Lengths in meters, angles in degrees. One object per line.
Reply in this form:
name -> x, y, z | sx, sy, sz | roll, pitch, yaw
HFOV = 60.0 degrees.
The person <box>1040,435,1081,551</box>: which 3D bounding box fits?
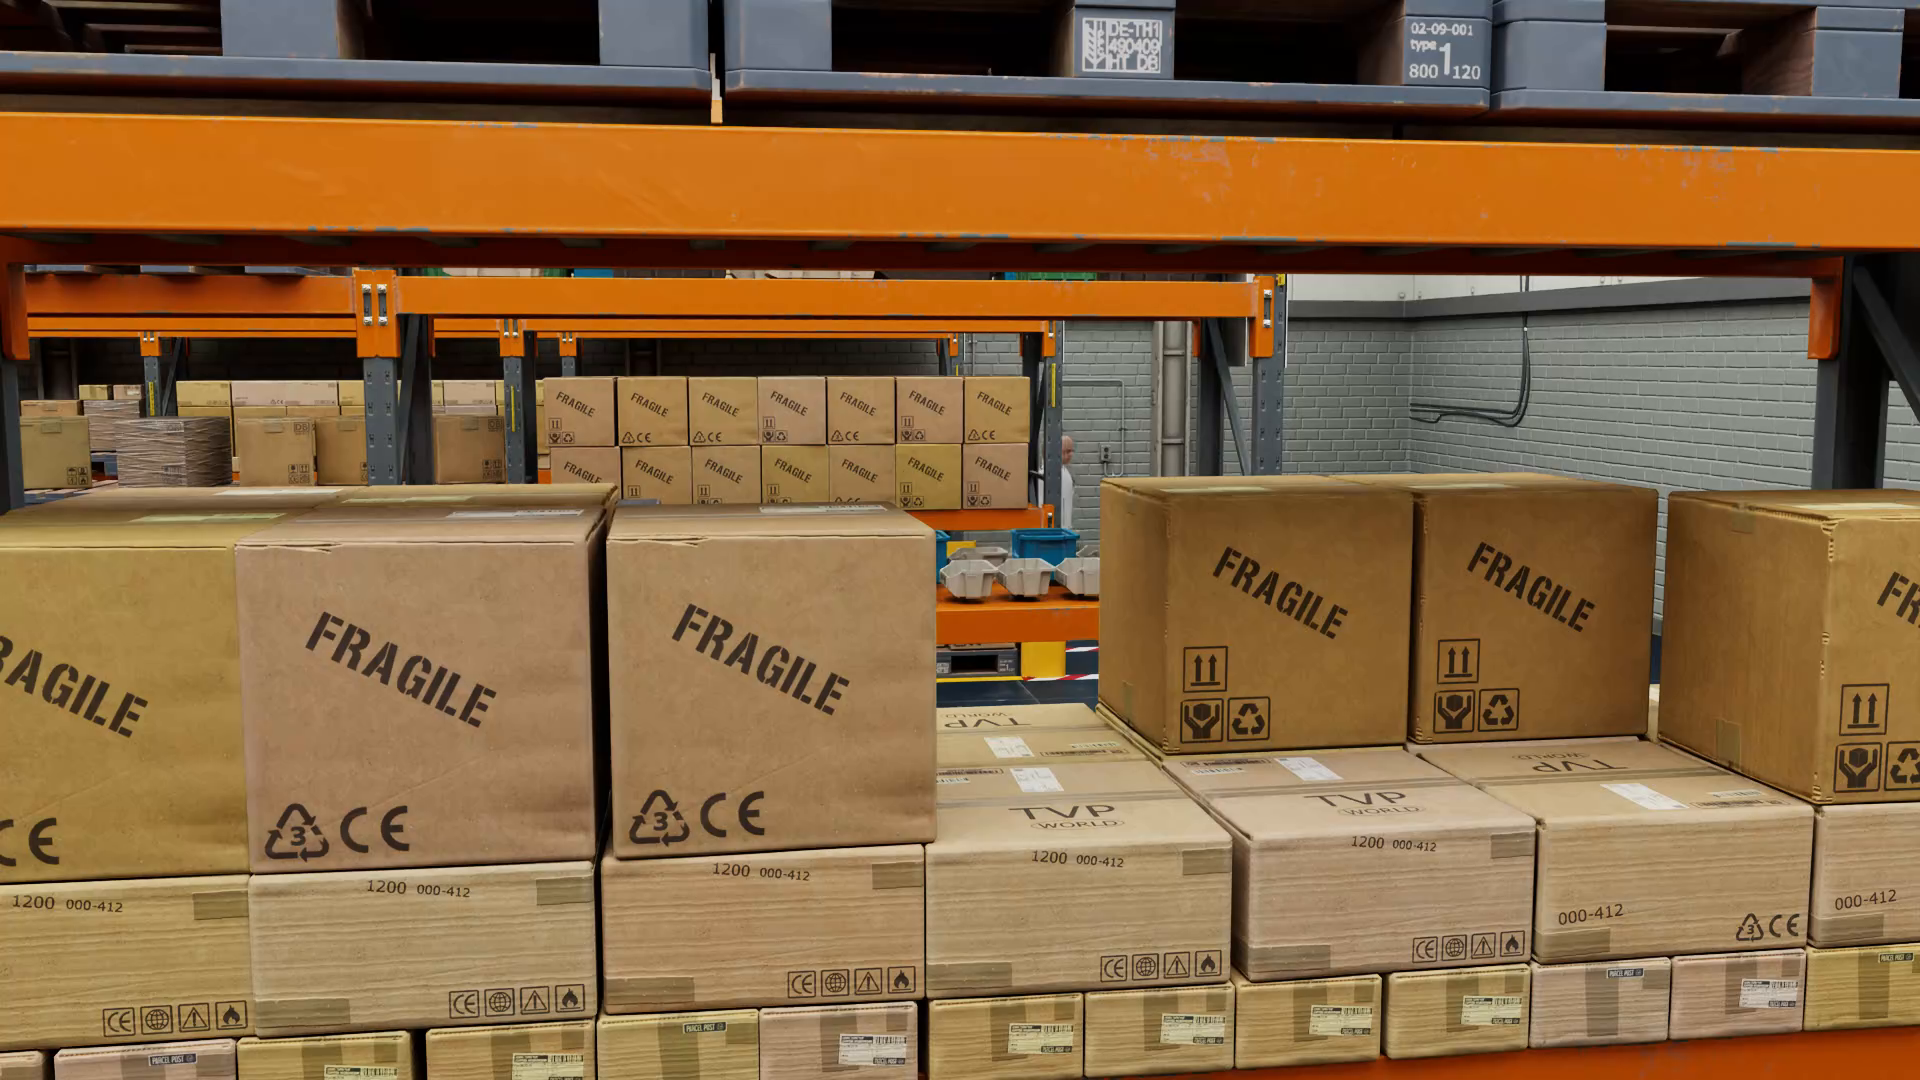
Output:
person -> 0.787, -0.063, 14.782 | 0.831, 1.750, 0.669 | 0, 6, 3
